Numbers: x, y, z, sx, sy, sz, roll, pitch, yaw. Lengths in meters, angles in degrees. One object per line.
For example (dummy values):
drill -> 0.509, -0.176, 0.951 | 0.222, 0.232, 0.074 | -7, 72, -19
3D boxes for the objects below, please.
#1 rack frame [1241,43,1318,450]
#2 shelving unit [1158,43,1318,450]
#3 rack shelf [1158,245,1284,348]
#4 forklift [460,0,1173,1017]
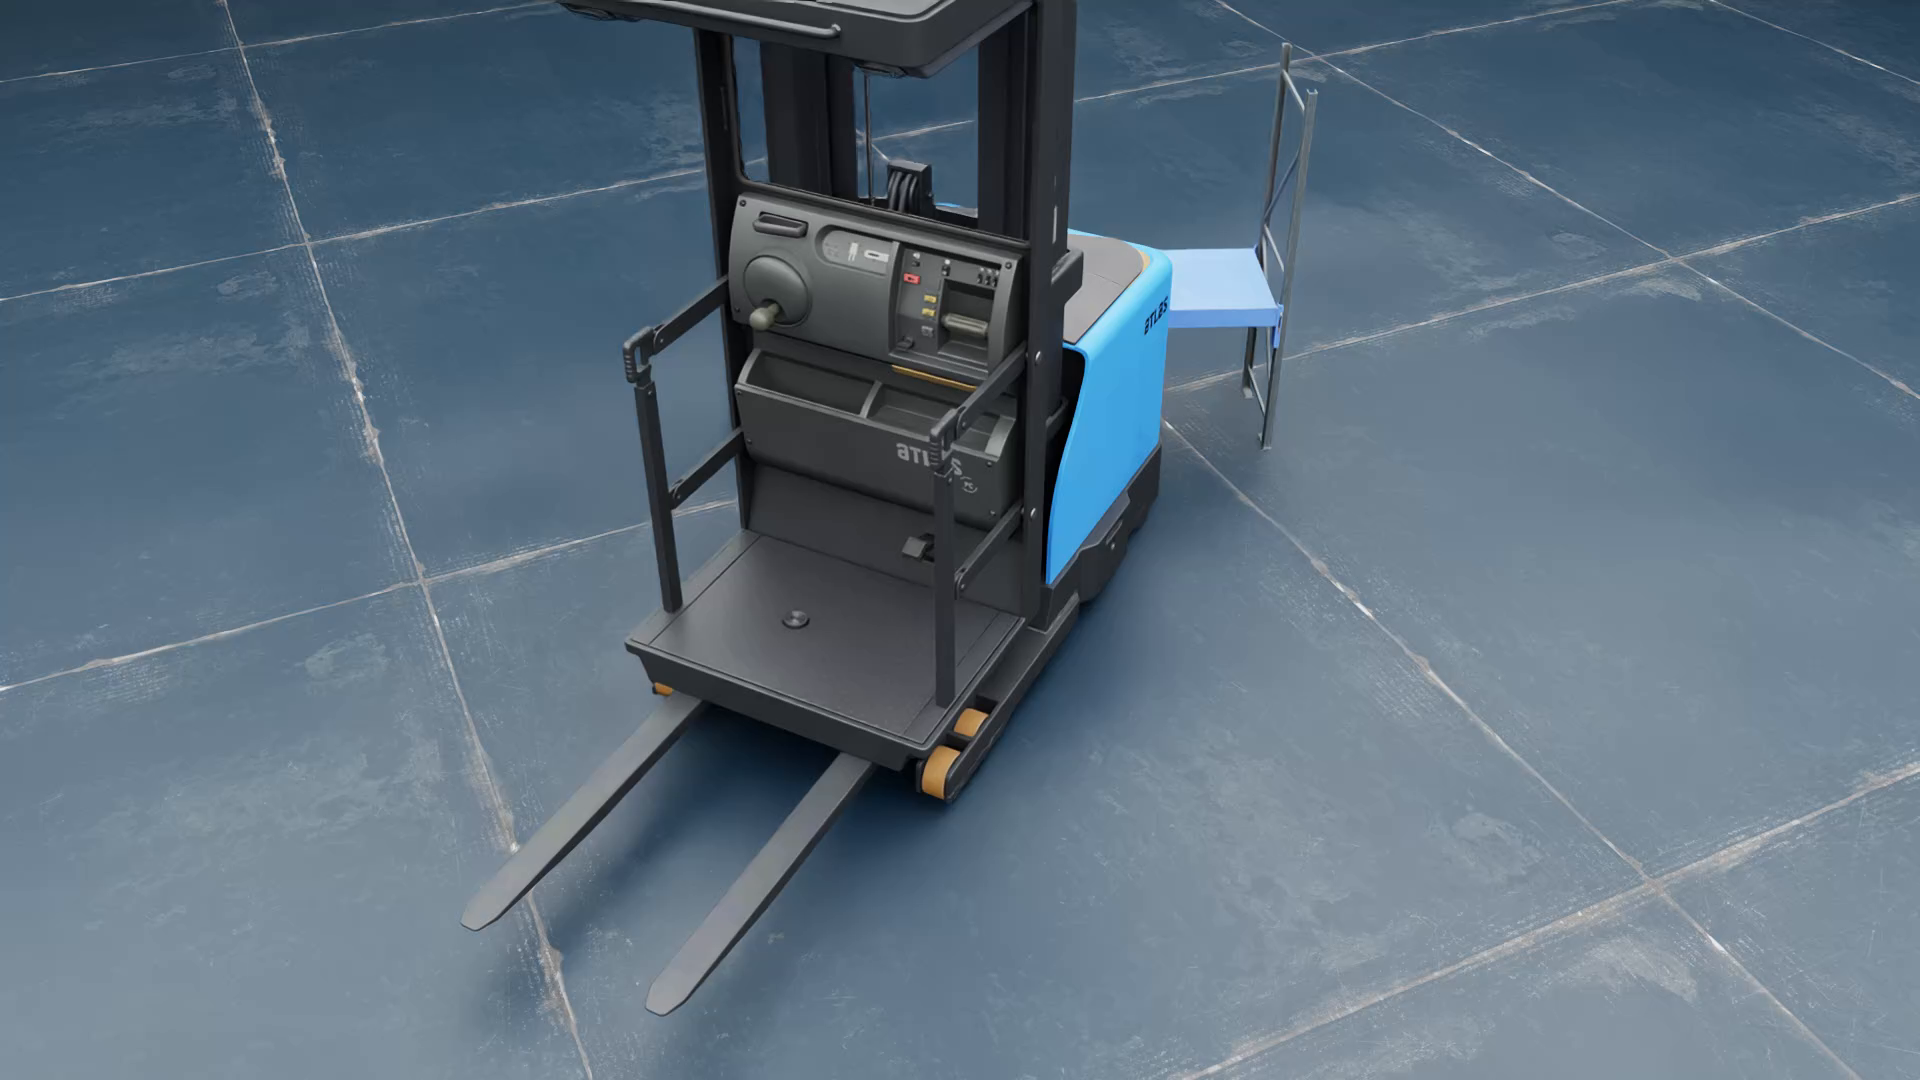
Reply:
rack frame -> 1.234, -1.117, 6.497 | 0.032, 1.500, 0.500 | -1, 37, -2
shelving unit -> 0.726, -1.105, 6.481 | 1.048, 1.500, 0.538 | -1, 37, -2
rack shelf -> 0.726, -0.961, 6.588 | 1.000, 0.185, 0.538 | -1, 37, -2
forklift -> -0.363, -0.677, 4.702 | 1.130, 2.935, 3.031 | 17, 40, 22
